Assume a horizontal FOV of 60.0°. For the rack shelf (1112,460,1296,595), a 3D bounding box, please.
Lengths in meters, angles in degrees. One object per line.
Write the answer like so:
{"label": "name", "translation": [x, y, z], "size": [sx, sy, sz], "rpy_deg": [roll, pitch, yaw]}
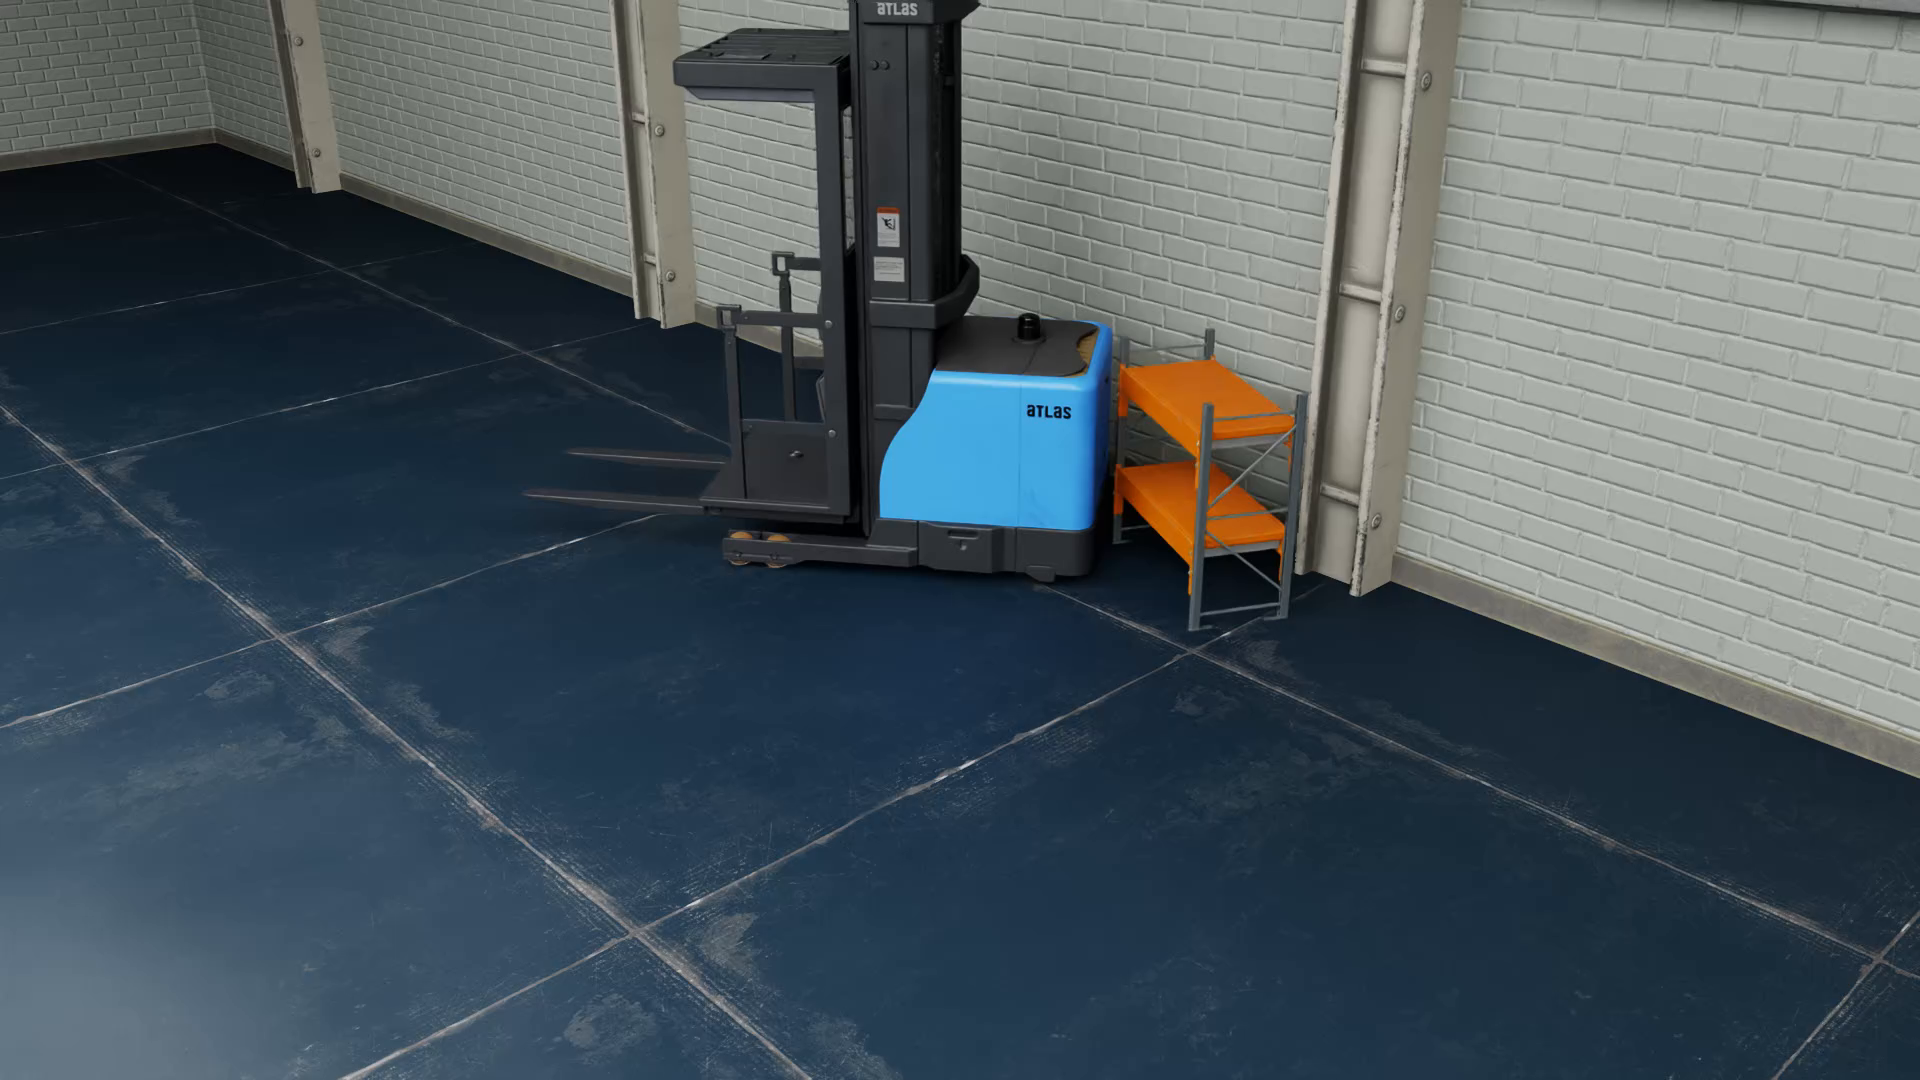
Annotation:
{"label": "rack shelf", "translation": [1.178, -0.095, 8.193], "size": [0.538, 0.278, 1.000], "rpy_deg": [-7, 25, -15]}

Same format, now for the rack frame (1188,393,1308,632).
{"label": "rack frame", "translation": [1.319, -0.115, 7.647], "size": [0.500, 1.125, 0.032], "rpy_deg": [-7, 25, -15]}

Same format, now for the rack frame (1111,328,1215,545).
{"label": "rack frame", "translation": [1.038, -0.521, 8.536], "size": [0.500, 1.125, 0.032], "rpy_deg": [-7, 25, -15]}

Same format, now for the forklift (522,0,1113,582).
{"label": "forklift", "translation": [-0.758, -1.402, 8.291], "size": [3.031, 2.935, 1.130], "rpy_deg": [4, 25, 9]}

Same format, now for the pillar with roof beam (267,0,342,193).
{"label": "pillar with roof beam", "translation": [-9.419, -6.332, 11.787], "size": [9.100, 9.000, 0.400], "rpy_deg": [-21, 32, -38]}

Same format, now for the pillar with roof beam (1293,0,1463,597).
{"label": "pillar with roof beam", "translation": [-1.217, -2.696, 3.818], "size": [9.100, 9.000, 0.400], "rpy_deg": [-21, 32, -38]}

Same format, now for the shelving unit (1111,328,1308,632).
{"label": "shelving unit", "translation": [1.178, -0.318, 8.091], "size": [0.538, 1.125, 1.048], "rpy_deg": [-7, 25, -15]}

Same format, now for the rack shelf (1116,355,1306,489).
{"label": "rack shelf", "translation": [1.178, -0.584, 7.970], "size": [0.538, 0.278, 1.000], "rpy_deg": [-7, 25, -15]}

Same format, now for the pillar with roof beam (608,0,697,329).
{"label": "pillar with roof beam", "translation": [-5.318, -4.514, 7.803], "size": [9.100, 9.000, 0.400], "rpy_deg": [-21, 32, -38]}
